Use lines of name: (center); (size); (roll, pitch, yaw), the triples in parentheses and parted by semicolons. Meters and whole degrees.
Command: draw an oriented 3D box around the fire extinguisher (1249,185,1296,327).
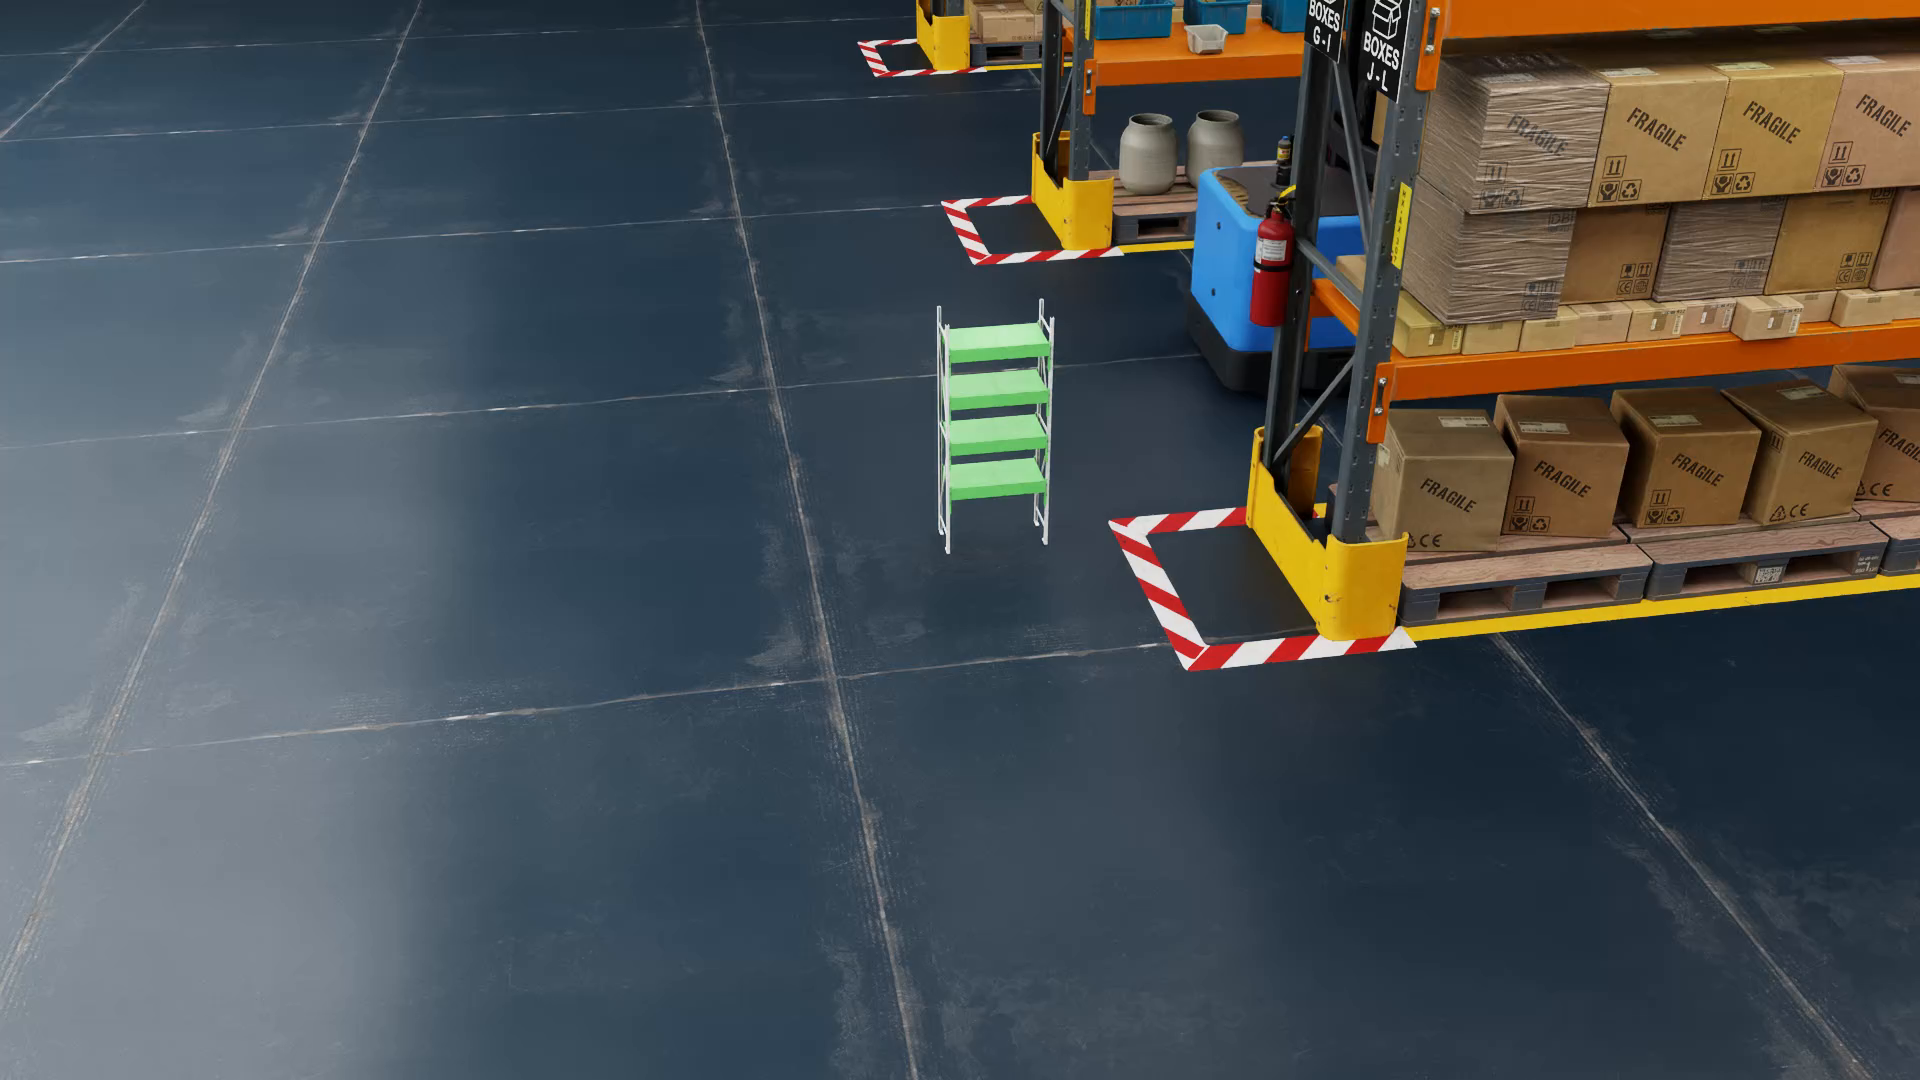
fire extinguisher: (1.438, -1.318, 7.609); (0.183, 0.674, 0.296); (-5, 31, -9)

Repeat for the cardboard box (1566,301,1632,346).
cardboard box: (2.697, -0.993, 7.227); (0.250, 0.149, 0.380); (-5, 31, -9)

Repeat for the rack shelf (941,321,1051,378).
rack shelf: (0.163, -0.891, 7.761); (0.480, 0.148, 0.258); (-5, 31, -9)

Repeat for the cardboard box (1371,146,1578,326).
cardboard box: (2.180, -1.340, 7.178); (0.500, 0.500, 0.875); (-5, 31, -9)

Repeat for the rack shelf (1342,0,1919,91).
rack shelf: (3.601, -2.298, 6.949); (4.000, 0.370, 1.077); (-5, 31, -9)

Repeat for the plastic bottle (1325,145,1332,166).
plastic bottle: (2.742, -2.963, 12.575); (0.133, 0.283, 0.061); (-5, 31, -9)

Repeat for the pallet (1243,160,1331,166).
pallet: (2.806, -2.611, 12.482); (1.213, 0.211, 1.003); (-5, 31, -9)

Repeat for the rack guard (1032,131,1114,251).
rack guard: (0.808, -2.555, 12.101); (0.348, 0.500, 1.175); (-5, 31, -9)

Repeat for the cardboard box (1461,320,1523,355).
cardboard box: (2.207, -0.944, 7.144); (0.250, 0.149, 0.380); (-5, 31, -9)

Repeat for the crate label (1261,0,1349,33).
crate label: (2.504, -3.920, 11.922); (0.616, 0.435, 0.502); (-5, 31, -9)

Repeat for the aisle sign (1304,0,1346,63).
aisle sign: (1.519, -2.397, 6.802); (0.004, 0.787, 0.394); (-5, 31, -9)

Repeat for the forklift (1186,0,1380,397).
forklift: (2.967, -2.419, 9.472); (3.031, 2.935, 1.130); (-4, 31, -7)

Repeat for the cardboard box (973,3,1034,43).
cardboard box: (0.421, -5.005, 16.102); (0.500, 0.250, 0.500); (-5, 31, -9)

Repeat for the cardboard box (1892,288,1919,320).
cardboard box: (4.172, -1.133, 7.466); (0.250, 0.149, 0.380); (-5, 31, -9)

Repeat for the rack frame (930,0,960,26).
rack frame: (-0.147, -6.072, 15.617); (0.127, 3.000, 1.000); (-5, 31, -9)

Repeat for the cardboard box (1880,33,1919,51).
cardboard box: (4.192, -1.830, 7.024); (0.500, 0.500, 0.500); (-5, 31, -9)

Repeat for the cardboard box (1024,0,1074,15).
cardboard box: (0.912, -5.375, 15.991); (0.500, 0.500, 0.500); (-5, 31, -9)

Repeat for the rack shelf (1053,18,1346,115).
rack shelf: (2.709, -3.474, 11.909); (4.000, 0.370, 1.077); (-5, 31, -9)

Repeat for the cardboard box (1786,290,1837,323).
cardboard box: (3.672, -1.109, 7.424); (0.250, 0.149, 0.380); (-5, 31, -9)

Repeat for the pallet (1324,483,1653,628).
pallet: (2.514, 0.006, 8.031); (1.213, 0.211, 1.003); (-5, 31, -9)

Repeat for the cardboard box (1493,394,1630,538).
cardboard box: (2.833, -0.356, 7.948); (0.500, 0.500, 0.500); (2, 31, 4)

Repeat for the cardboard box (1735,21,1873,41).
cardboard box: (3.607, -2.042, 7.386); (0.500, 0.500, 0.500); (-5, 31, -9)

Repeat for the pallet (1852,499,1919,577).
pallet: (4.914, -0.216, 8.410); (1.213, 0.211, 1.003); (-5, 31, -9)

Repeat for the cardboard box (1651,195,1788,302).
cardboard box: (3.150, -1.470, 7.398); (0.500, 0.500, 0.875); (-5, 31, -9)

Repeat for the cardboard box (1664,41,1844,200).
cardboard box: (3.209, -1.737, 6.867); (0.500, 0.500, 0.500); (-5, 31, -9)

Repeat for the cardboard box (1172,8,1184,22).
cardboard box: (1.897, -5.142, 16.333); (0.500, 0.250, 0.500); (-5, 31, -9)

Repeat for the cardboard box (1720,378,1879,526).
cardboard box: (4.009, -0.432, 8.078); (0.500, 0.500, 0.500); (-8, 31, -13)

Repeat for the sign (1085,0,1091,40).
sign: (0.837, -3.446, 10.879); (0.005, 0.325, 0.100); (-5, 31, -9)

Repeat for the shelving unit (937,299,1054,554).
shelving unit: (0.163, -0.532, 7.972); (0.503, 1.200, 0.258); (-5, 31, -9)

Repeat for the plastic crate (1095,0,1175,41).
plastic crate: (1.180, -3.732, 11.785); (0.616, 0.251, 0.499); (-5, 31, -9)

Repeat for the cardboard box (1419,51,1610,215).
cardboard box: (2.224, -1.649, 6.716); (0.500, 0.500, 0.500); (-5, 31, -9)

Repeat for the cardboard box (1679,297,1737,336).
cardboard box: (3.186, -1.048, 7.322); (0.250, 0.149, 0.380); (-5, 31, -9)

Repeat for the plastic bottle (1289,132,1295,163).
plastic bottle: (2.581, -3.026, 12.683); (0.133, 0.283, 0.061); (-5, 31, -8)

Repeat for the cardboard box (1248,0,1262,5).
cardboard box: (2.877, -5.565, 16.313); (0.500, 0.500, 0.500); (-5, 31, -9)

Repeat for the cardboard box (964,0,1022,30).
cardboard box: (0.328, -5.264, 16.541); (0.500, 0.250, 0.500); (-5, 31, -9)

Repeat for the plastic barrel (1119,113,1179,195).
plastic barrel: (1.375, -2.808, 12.107); (0.421, 0.512, 0.421); (0, 30, 0)

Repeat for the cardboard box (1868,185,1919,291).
cardboard box: (4.143, -1.534, 7.508); (0.500, 0.500, 0.875); (-5, 31, -9)

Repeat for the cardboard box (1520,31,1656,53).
cardboard box: (2.621, -1.956, 7.239); (0.500, 0.500, 0.500); (-5, 31, -9)

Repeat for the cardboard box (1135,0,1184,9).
cardboard box: (1.897, -5.464, 16.142); (0.500, 0.500, 0.500); (-5, 31, -9)

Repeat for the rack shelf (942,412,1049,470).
rack shelf: (0.163, -0.477, 8.004); (0.480, 0.148, 0.258); (-5, 31, -9)

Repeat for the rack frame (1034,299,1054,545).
rack frame: (0.403, -0.555, 8.009); (0.015, 1.200, 0.240); (-5, 31, -9)
